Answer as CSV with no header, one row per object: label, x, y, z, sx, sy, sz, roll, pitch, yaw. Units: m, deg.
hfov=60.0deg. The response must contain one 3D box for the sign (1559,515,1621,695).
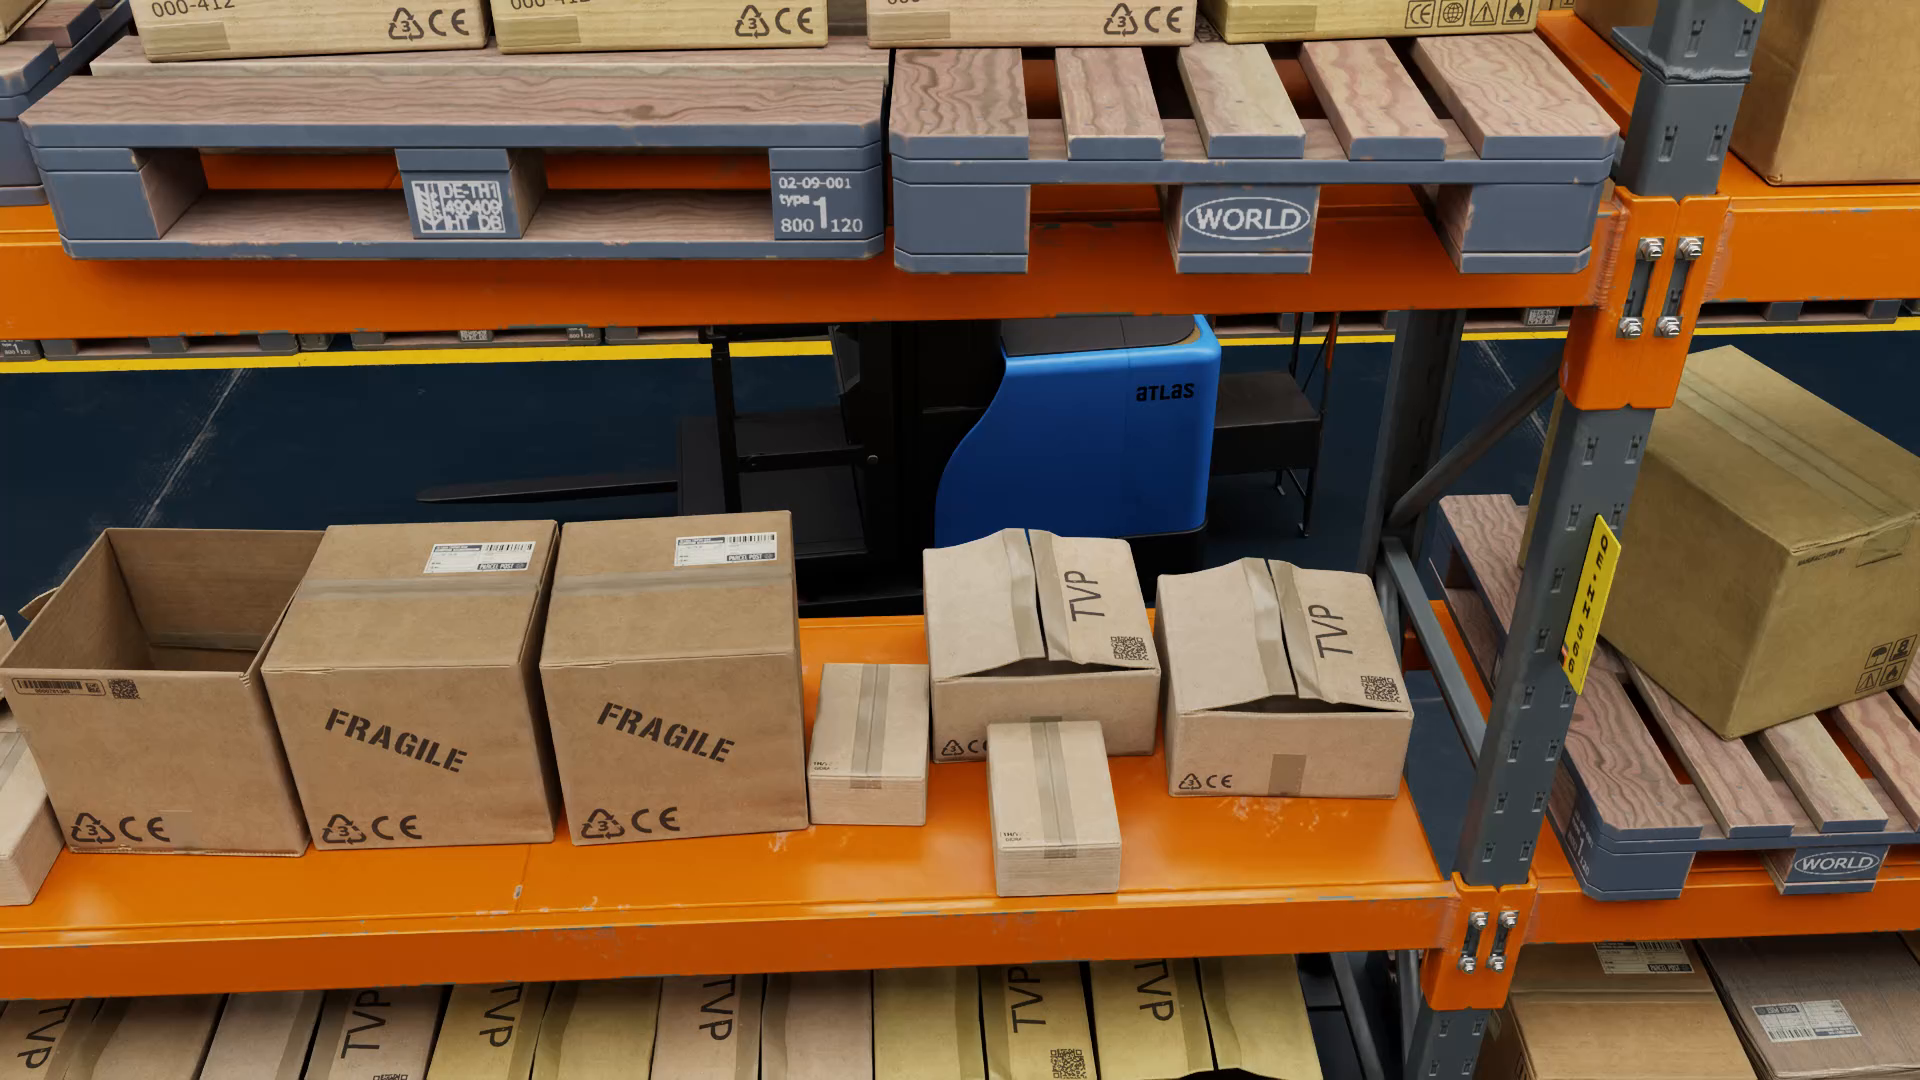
sign,1.107,0.117,2.927,0.005,0.325,0.100,-2,35,-2

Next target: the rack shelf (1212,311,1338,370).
rack shelf,1.138,-0.954,6.307,0.480,0.518,0.431,-5,35,-7

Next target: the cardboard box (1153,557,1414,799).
cardboard box,0.712,0.300,3.759,0.500,0.311,0.500,1,35,1

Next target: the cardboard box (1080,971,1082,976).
cardboard box,0.540,1.083,4.596,0.500,0.250,0.500,-2,35,-2

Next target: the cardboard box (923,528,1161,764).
cardboard box,0.175,0.229,3.862,0.500,0.311,0.500,-2,35,-3

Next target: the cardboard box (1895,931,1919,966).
cardboard box,2.569,1.247,4.122,0.500,0.500,0.500,-2,35,-3

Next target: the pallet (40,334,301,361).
pallet,-3.826,-1.245,8.364,1.213,0.211,1.003,-2,35,-2

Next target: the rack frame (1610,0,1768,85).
rack frame,1.077,-2.189,2.005,0.127,3.000,1.000,-2,35,-2

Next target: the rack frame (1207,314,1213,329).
rack frame,0.896,-0.944,6.269,0.015,2.100,0.400,-5,35,-7

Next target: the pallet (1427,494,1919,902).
pallet,1.751,0.299,3.851,1.003,0.211,1.213,-2,35,-2

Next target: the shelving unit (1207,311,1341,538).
shelving unit,1.138,-0.965,6.299,0.503,2.100,0.431,-5,35,-7

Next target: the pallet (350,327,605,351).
pallet,-2.379,-1.305,8.450,1.213,0.211,1.003,-2,35,-2

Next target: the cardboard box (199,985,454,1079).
cardboard box,-1.477,1.218,3.908,0.500,0.311,0.500,-3,35,-4

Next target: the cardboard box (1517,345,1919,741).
cardboard box,1.701,-0.017,3.682,0.500,0.500,0.700,-13,37,-18

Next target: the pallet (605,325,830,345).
pallet,-1.157,-1.340,8.500,1.213,0.211,1.003,-2,35,-2

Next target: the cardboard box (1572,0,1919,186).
cardboard box,1.511,-1.027,2.875,0.500,0.500,0.910,-2,35,-2

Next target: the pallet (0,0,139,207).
pallet,-2.038,-0.800,2.802,1.217,0.209,0.805,-3,35,-4

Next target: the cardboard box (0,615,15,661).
cardboard box,-2.429,0.409,3.654,0.500,0.250,0.500,1,35,1

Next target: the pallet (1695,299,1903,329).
pallet,4.067,-1.435,8.638,1.213,0.211,1.003,-2,35,-2

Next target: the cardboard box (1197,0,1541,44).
cardboard box,0.627,-1.022,2.718,0.500,0.250,0.500,-4,35,-6

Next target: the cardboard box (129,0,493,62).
cardboard box,-1.006,-0.975,2.650,0.500,0.250,0.500,-4,35,-6

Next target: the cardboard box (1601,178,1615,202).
cardboard box,3.304,-1.817,8.260,0.750,0.750,0.750,-1,35,-1

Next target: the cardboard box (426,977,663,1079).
cardboard box,-0.958,1.201,3.932,0.500,0.311,0.500,-1,35,-1

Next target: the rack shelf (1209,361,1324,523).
rack shelf,1.138,-0.378,6.705,0.480,0.518,0.431,-5,35,-7

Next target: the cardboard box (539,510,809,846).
cardboard box,-0.598,0.291,3.605,0.500,0.500,0.500,-3,35,-5

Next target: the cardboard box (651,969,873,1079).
cardboard box,-0.458,1.189,3.950,0.500,0.311,0.500,-2,35,-3

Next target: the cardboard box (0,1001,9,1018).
cardboard box,-2.494,1.244,3.872,0.500,0.311,0.500,-1,35,-2

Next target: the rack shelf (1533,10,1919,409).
rack shelf,3.075,-0.713,3.141,4.000,0.370,1.077,-2,35,-2

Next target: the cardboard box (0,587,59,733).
cardboard box,-2.049,0.313,3.780,0.258,0.266,0.396,-2,35,-3

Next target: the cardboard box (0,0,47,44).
cardboard box,-1.754,-0.986,2.666,0.500,0.250,0.500,-5,35,-7

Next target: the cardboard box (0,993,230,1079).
cardboard box,-1.993,1.233,3.887,0.500,0.311,0.500,-2,35,-3

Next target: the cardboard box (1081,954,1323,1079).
cardboard box,0.566,1.159,3.993,0.500,0.311,0.500,-1,35,-1

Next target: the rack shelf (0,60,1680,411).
rack shelf,-0.921,-0.606,2.986,4.000,0.370,1.077,-2,35,-2

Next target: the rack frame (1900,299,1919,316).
rack frame,4.834,-2.645,7.937,0.127,3.000,1.000,-2,35,-2

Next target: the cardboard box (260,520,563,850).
cardboard box,-1.124,0.306,3.585,0.500,0.500,0.500,-1,35,-2

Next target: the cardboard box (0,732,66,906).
cardboard box,-2.024,0.581,3.495,0.250,0.149,0.380,-2,35,-2

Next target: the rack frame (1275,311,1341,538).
rack frame,1.379,-0.985,6.329,0.015,2.100,0.400,-5,35,-7

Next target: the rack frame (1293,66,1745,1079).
rack frame,1.077,0.278,3.712,0.127,3.000,1.000,-2,35,-2

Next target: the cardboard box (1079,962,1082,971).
cardboard box,0.540,0.853,4.437,0.500,0.311,0.500,0,35,-1

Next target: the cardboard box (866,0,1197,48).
cardboard box,0.104,-0.998,2.683,0.500,0.250,0.500,-1,35,-1

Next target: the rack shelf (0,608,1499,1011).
rack shelf,-0.921,0.628,3.839,4.000,0.370,1.077,-2,35,-2

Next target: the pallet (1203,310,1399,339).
pallet,1.630,-1.369,8.543,1.213,0.211,1.003,-2,35,-2

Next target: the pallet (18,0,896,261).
pallet,-0.713,-0.777,2.767,1.213,0.211,1.003,0,35,0

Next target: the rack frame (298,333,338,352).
rack frame,-3.157,-2.430,7.625,0.127,3.000,1.000,-2,35,-2

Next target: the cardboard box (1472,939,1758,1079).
cardboard box,1.545,1.275,4.082,0.500,0.500,0.500,0,35,0

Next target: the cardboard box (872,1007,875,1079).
cardboard box,-0.454,1.417,4.114,0.500,0.250,0.500,-1,35,-1

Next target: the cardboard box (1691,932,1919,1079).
cardboard box,2.068,1.258,4.107,0.500,0.500,0.500,-3,35,-4

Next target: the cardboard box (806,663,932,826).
cardboard box,-0.194,0.448,3.688,0.250,0.149,0.380,1,35,1

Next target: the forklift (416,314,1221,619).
forklift,-0.617,-1.153,5.840,3.031,2.935,1.130,-5,35,-7

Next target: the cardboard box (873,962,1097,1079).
cardboard box,0.047,1.177,3.968,0.500,0.311,0.500,-2,35,-3

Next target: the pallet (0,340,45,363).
pallet,-5.047,-1.211,8.314,1.213,0.211,1.003,-2,35,-2

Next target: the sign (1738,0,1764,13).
sign,1.095,-0.885,2.233,0.005,0.325,0.100,-2,35,-2

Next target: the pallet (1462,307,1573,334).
pallet,2.846,-1.401,8.588,1.213,0.211,1.003,-2,35,-2

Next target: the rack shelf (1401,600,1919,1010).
rack shelf,3.075,0.520,3.995,4.000,0.370,1.077,-2,35,-2

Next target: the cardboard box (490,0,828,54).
cardboard box,-0.468,-0.989,2.670,0.500,0.250,0.500,-2,35,-3

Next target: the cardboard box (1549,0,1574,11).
cardboard box,2.875,-2.617,7.529,0.500,0.500,0.500,-1,35,-1
